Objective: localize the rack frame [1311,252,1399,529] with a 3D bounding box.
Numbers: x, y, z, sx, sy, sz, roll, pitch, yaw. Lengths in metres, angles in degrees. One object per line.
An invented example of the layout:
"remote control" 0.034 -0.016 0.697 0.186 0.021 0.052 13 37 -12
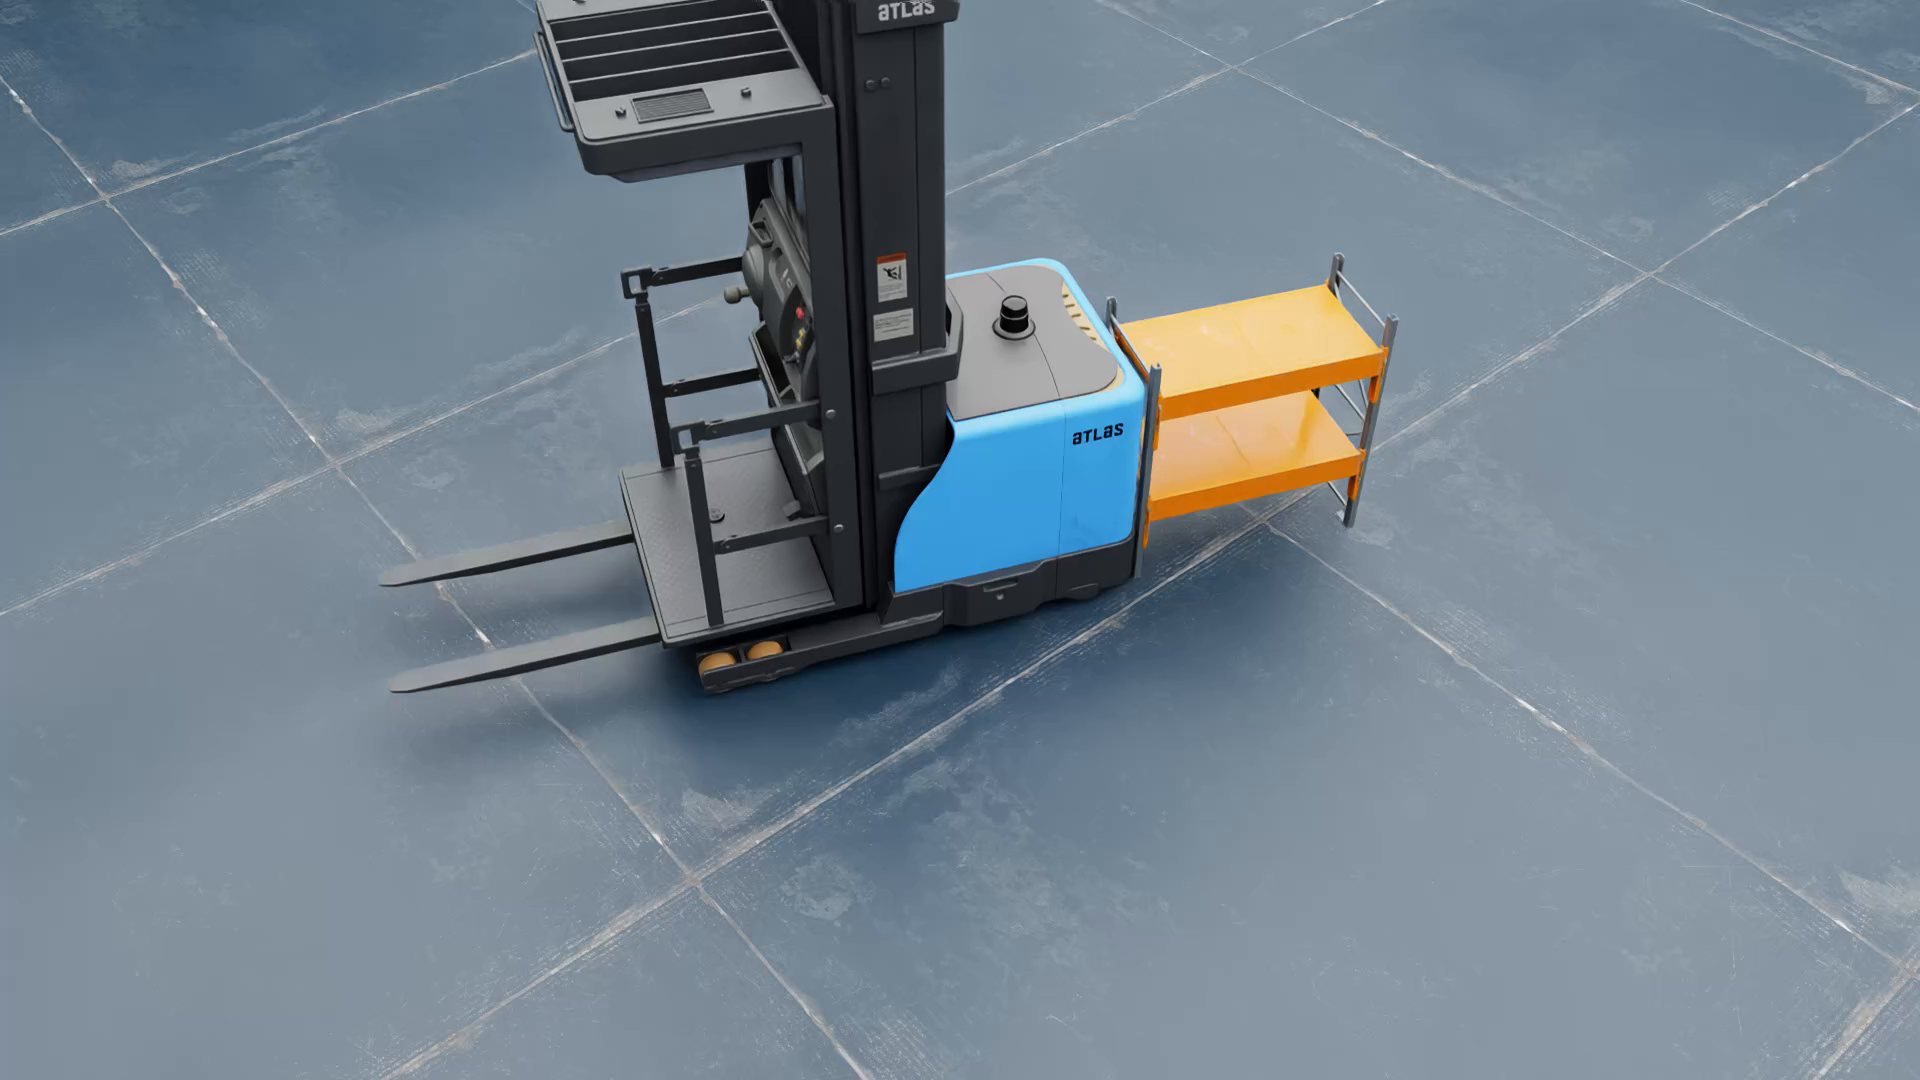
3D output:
"rack frame" 1.650 -0.625 7.147 0.032 1.125 0.500 -13 45 -13

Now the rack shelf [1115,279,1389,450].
"rack shelf" 1.167 -0.730 6.832 1.000 0.278 0.538 -13 45 -13

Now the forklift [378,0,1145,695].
"forklift" -0.847 -0.865 6.084 3.031 2.935 1.130 -13 45 -13

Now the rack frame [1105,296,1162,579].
"rack frame" 0.683 -0.409 6.918 0.032 1.125 0.500 -13 45 -13

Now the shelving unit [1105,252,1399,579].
"shelving unit" 1.167 -0.517 7.032 1.048 1.125 0.538 -13 45 -13

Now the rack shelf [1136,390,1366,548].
"rack shelf" 1.167 -0.339 7.200 1.000 0.278 0.538 -13 45 -13
